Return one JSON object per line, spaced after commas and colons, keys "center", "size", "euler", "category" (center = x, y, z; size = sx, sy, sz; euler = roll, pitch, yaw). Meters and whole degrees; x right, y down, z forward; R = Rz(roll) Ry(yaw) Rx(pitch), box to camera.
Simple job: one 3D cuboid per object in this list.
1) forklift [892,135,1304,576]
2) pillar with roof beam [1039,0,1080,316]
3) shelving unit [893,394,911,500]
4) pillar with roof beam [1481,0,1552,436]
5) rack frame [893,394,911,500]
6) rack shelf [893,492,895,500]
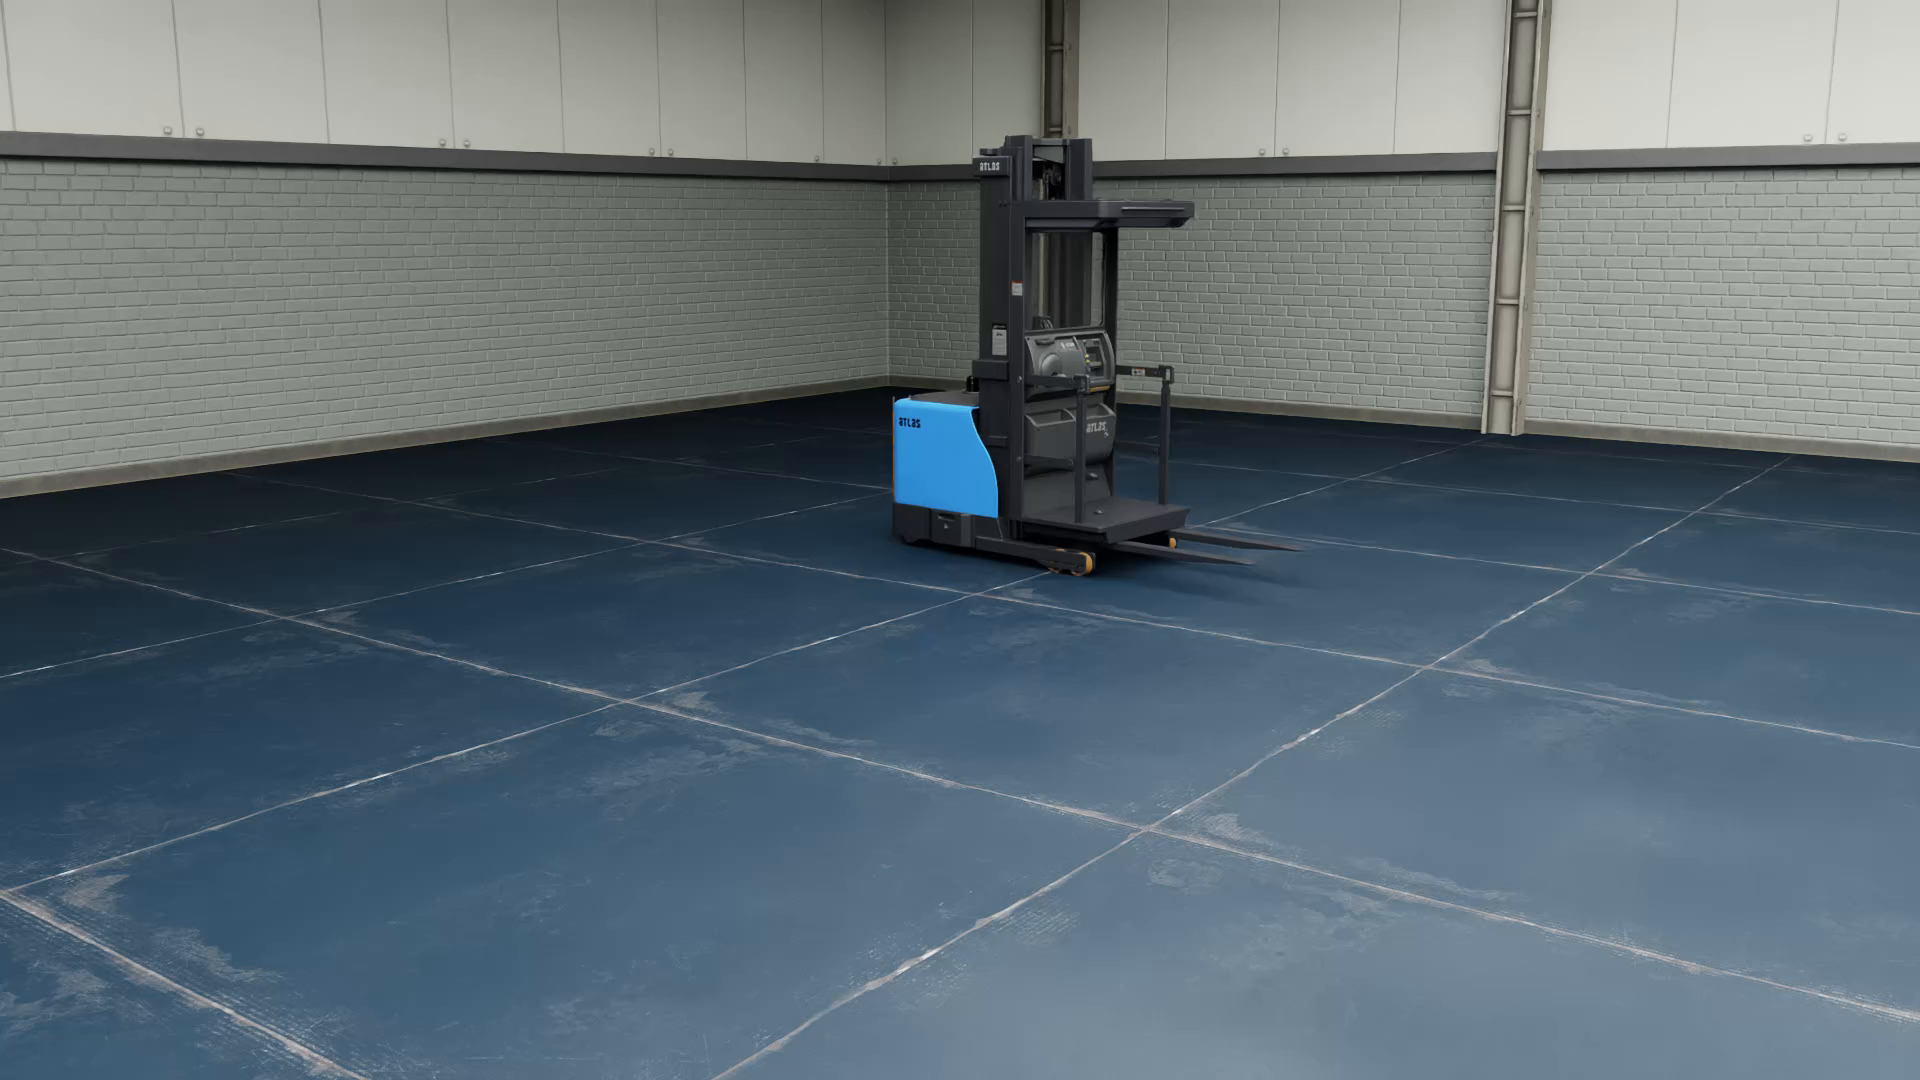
{"center": [0.936, -1.304, 11.555], "size": [3.031, 2.935, 1.130], "euler": [9, 14, 40], "category": "forklift"}
{"center": [-1.260, -5.641, 17.996], "size": [0.400, 9.000, 9.100], "euler": [8, 13, 36], "category": "pillar with roof beam"}
{"center": [-0.352, -0.577, 12.746], "size": [0.252, 1.050, 0.215], "euler": [9, 14, 40], "category": "shelving unit"}
{"center": [3.576, -4.966, 14.509], "size": [0.400, 9.000, 9.100], "euler": [8, 13, 36], "category": "pillar with roof beam"}
{"center": [-0.444, -0.592, 12.825], "size": [0.008, 1.050, 0.200], "euler": [9, 14, 40], "category": "rack frame"}
{"center": [-0.352, -0.293, 12.801], "size": [0.240, 0.259, 0.215], "euler": [9, 14, 40], "category": "rack shelf"}
